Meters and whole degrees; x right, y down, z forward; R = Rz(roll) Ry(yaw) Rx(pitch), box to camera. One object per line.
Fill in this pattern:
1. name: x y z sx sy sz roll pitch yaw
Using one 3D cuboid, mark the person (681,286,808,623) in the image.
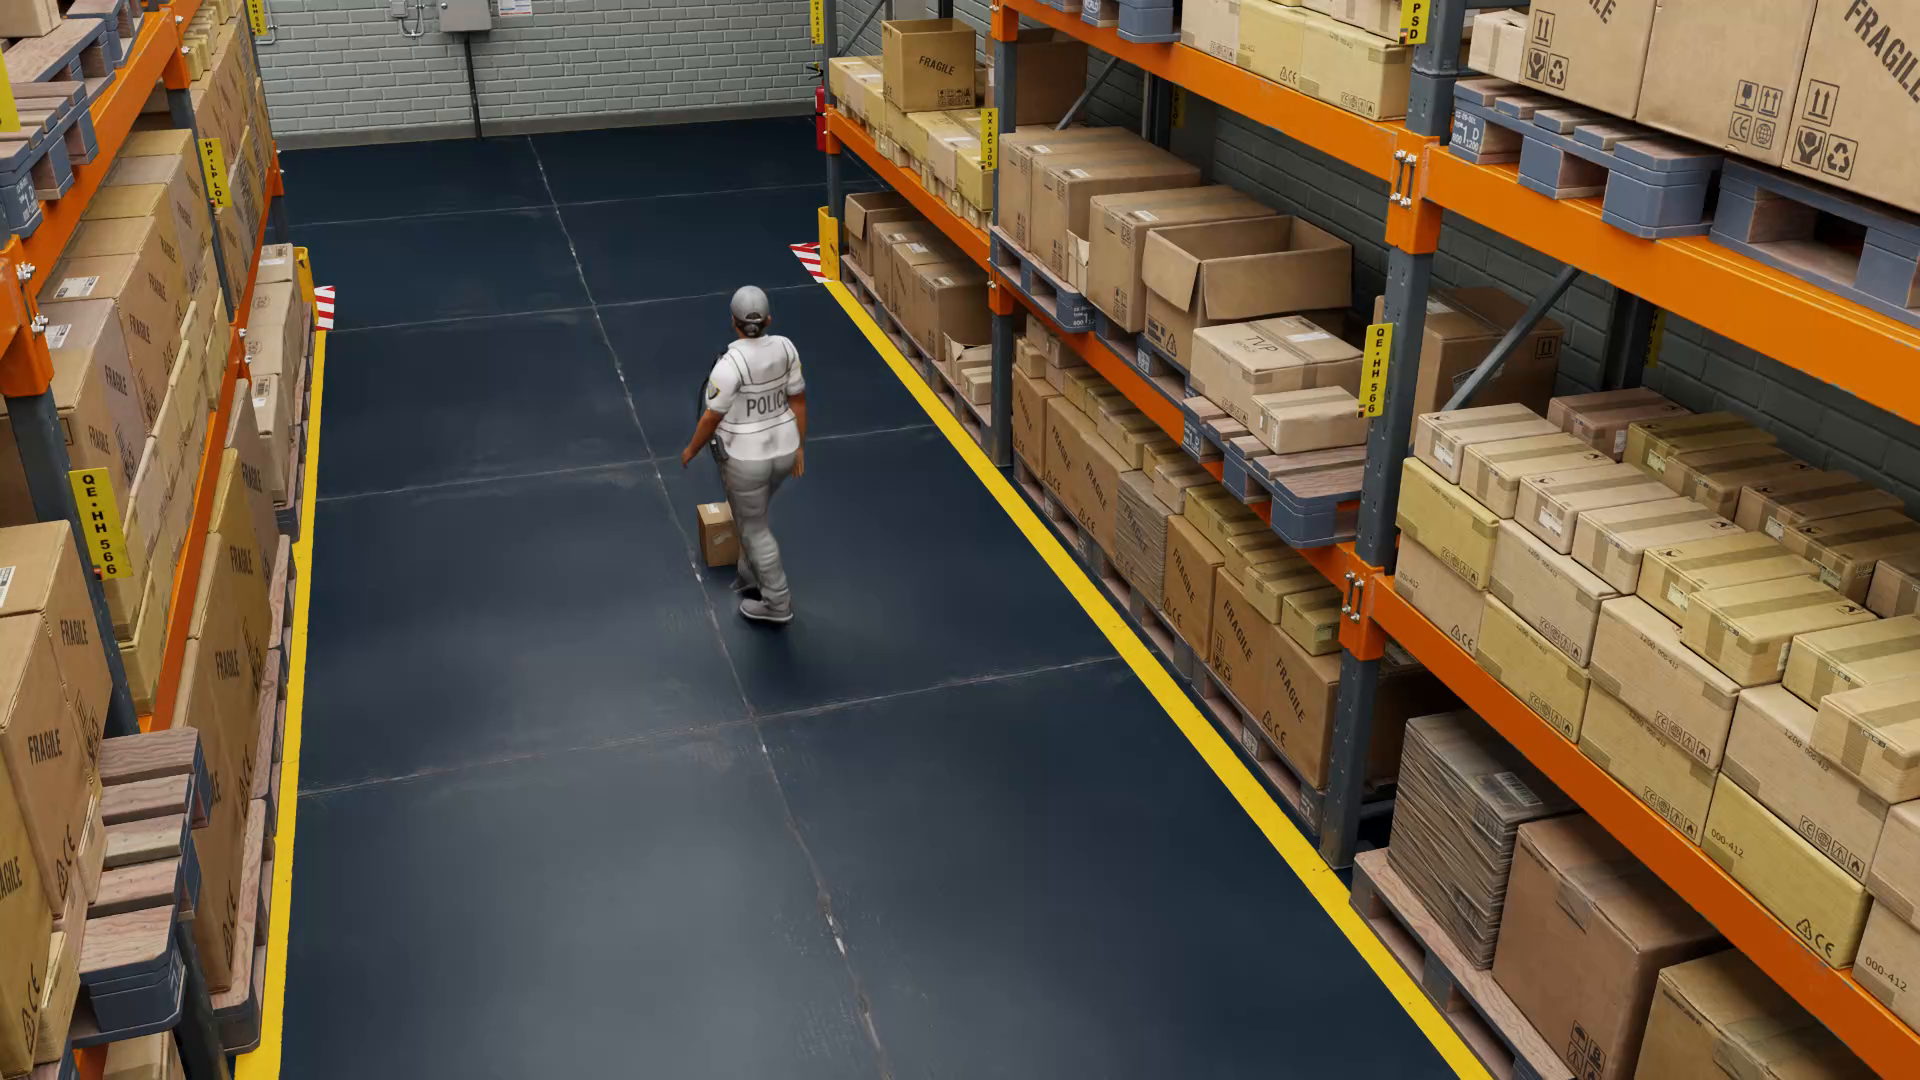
1. person: -1.029 -0.384 7.934 0.594 1.731 0.498 18 32 32
